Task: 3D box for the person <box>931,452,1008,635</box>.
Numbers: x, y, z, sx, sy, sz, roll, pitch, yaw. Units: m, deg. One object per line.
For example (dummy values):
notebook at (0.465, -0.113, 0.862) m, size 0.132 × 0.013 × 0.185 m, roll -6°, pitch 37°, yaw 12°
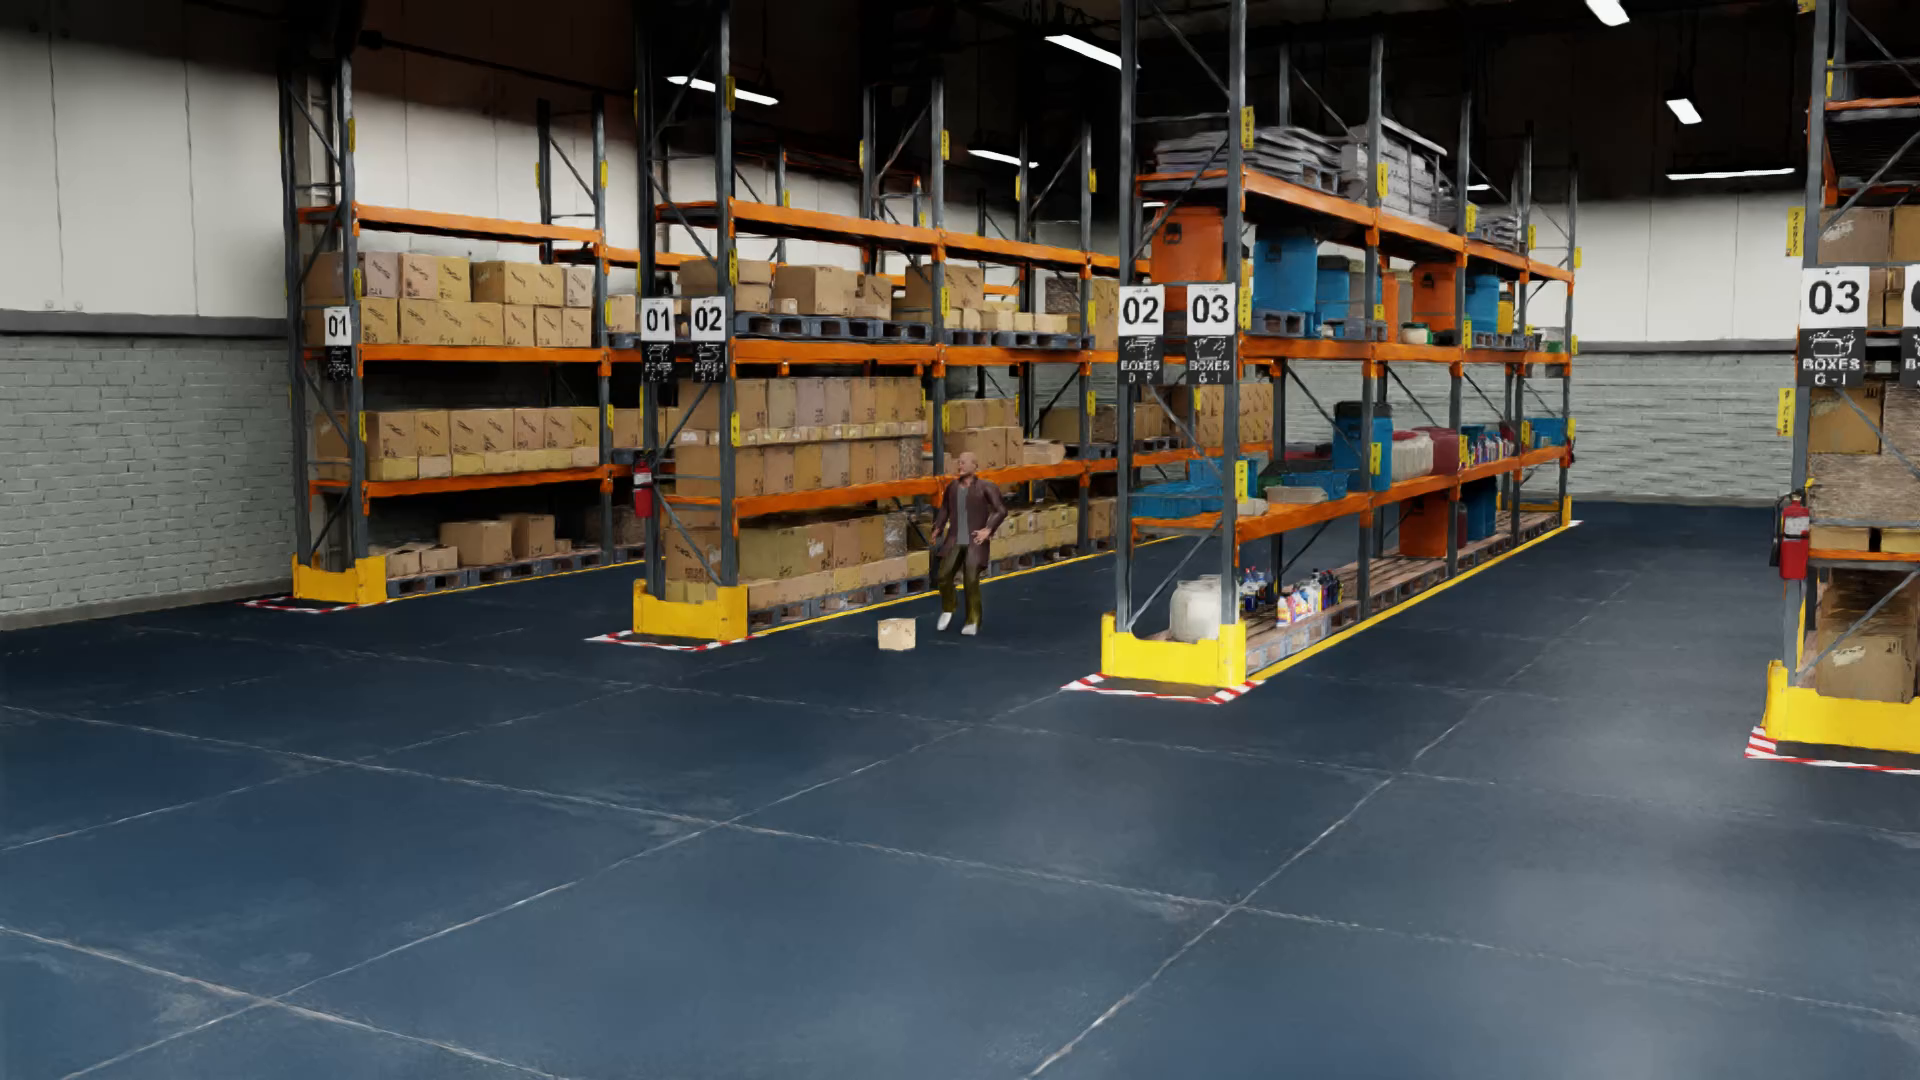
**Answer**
person at (0.072, 0.033, 15.922) m, size 0.772 × 1.744 × 0.525 m, roll 2°, pitch 6°, yaw 22°
